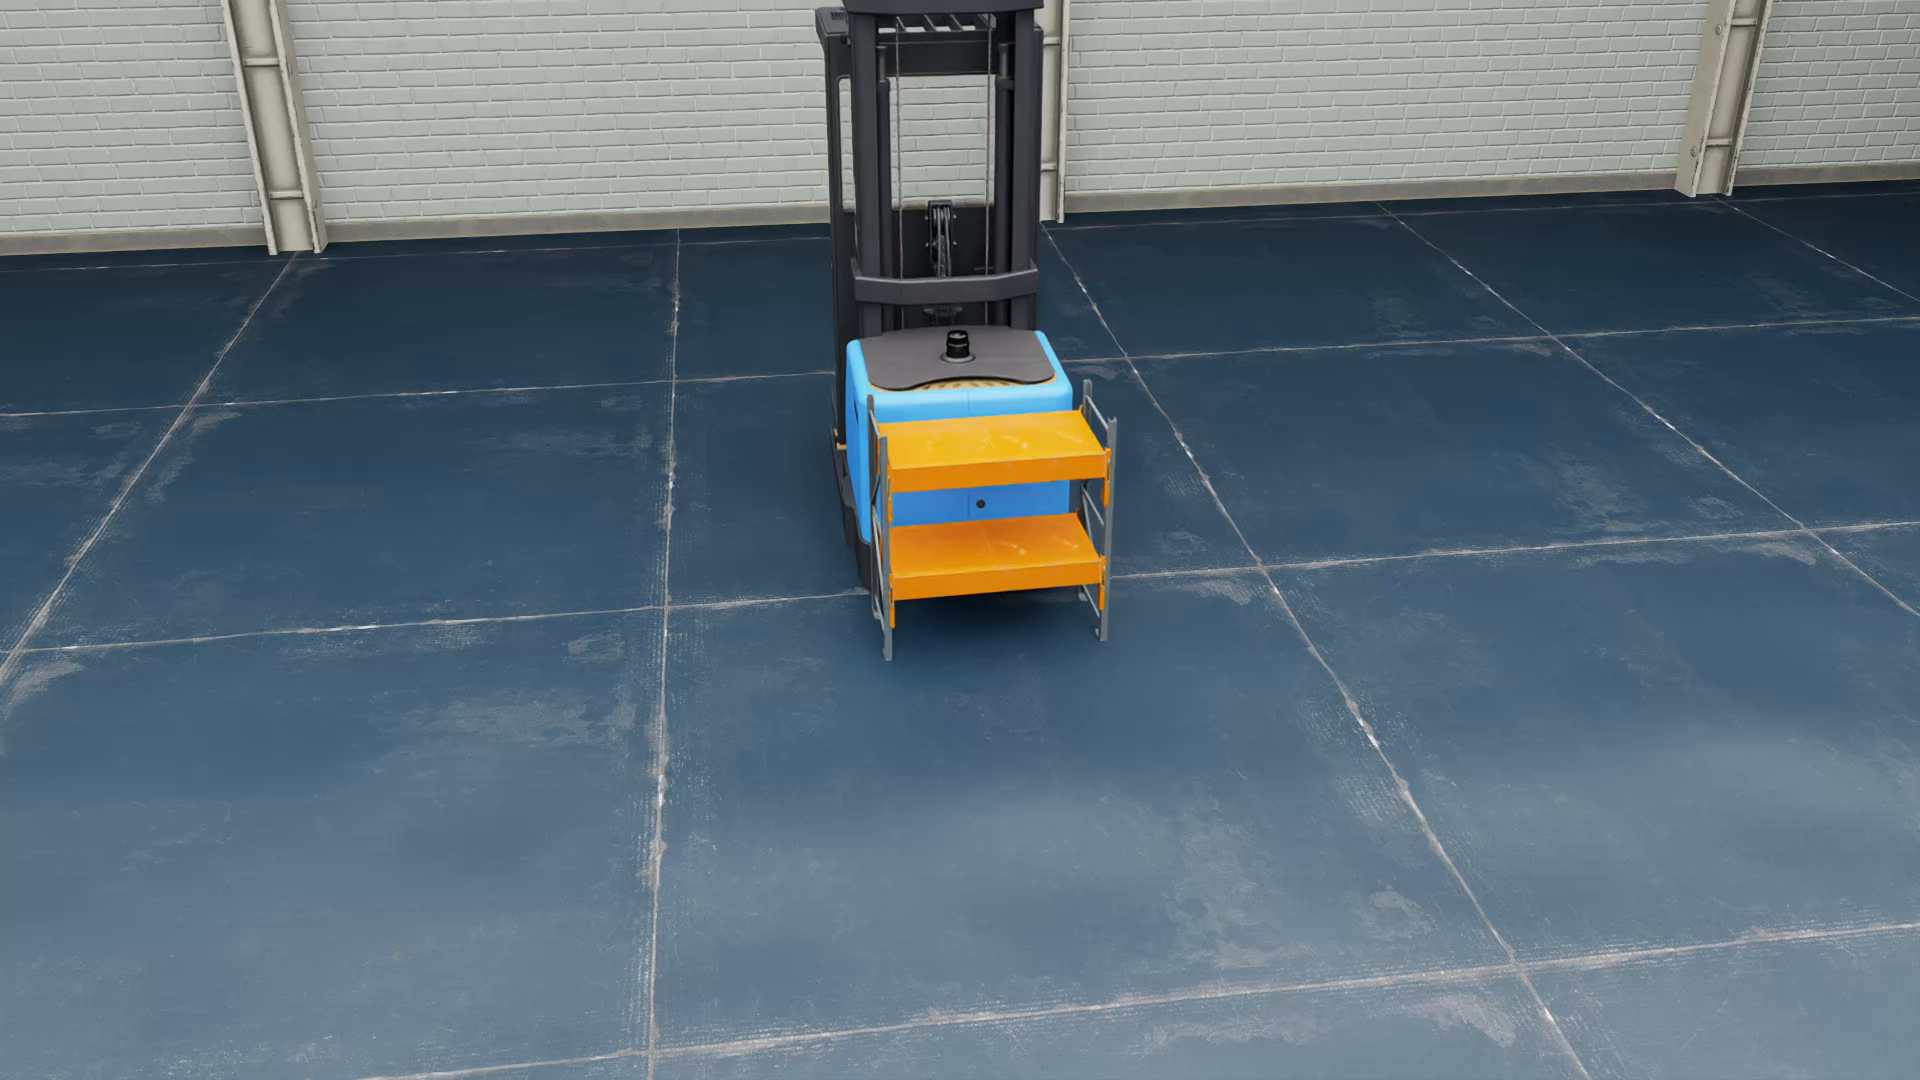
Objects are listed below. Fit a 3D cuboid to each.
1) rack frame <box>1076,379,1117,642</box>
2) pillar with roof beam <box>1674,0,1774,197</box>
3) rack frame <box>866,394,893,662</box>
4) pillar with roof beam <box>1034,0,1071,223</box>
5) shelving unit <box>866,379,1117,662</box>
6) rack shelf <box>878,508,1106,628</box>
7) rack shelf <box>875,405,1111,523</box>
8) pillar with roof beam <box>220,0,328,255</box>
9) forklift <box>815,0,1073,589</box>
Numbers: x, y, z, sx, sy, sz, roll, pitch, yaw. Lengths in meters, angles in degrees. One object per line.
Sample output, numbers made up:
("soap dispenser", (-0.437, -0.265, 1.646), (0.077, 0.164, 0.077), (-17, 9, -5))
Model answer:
("rack frame", (0.633, -0.134, 7.778), (0.032, 1.125, 0.500), (-5, 28, -9))
("pillar with roof beam", (7.198, -5.157, 8.944), (0.400, 9.000, 9.100), (-4, 27, -7))
("rack frame", (-0.369, -0.054, 7.623), (0.032, 1.125, 0.500), (-5, 28, -9))
("pillar with roof beam", (1.256, -4.776, 8.200), (0.400, 9.000, 9.100), (-4, 27, -7))
("shelving unit", (0.132, -0.094, 7.700), (1.048, 1.125, 0.538), (-5, 28, -9))
("rack shelf", (0.132, 0.124, 7.812), (1.000, 0.278, 0.538), (-5, 28, -9))
("rack shelf", (0.132, -0.354, 7.567), (1.000, 0.278, 0.538), (-5, 28, -9))
("pillar with roof beam", (-4.685, -4.394, 7.456), (0.400, 9.000, 9.100), (-4, 27, -7))
("forklift", (-0.163, -1.711, 8.874), (1.130, 2.935, 3.031), (-4, 27, -7))
